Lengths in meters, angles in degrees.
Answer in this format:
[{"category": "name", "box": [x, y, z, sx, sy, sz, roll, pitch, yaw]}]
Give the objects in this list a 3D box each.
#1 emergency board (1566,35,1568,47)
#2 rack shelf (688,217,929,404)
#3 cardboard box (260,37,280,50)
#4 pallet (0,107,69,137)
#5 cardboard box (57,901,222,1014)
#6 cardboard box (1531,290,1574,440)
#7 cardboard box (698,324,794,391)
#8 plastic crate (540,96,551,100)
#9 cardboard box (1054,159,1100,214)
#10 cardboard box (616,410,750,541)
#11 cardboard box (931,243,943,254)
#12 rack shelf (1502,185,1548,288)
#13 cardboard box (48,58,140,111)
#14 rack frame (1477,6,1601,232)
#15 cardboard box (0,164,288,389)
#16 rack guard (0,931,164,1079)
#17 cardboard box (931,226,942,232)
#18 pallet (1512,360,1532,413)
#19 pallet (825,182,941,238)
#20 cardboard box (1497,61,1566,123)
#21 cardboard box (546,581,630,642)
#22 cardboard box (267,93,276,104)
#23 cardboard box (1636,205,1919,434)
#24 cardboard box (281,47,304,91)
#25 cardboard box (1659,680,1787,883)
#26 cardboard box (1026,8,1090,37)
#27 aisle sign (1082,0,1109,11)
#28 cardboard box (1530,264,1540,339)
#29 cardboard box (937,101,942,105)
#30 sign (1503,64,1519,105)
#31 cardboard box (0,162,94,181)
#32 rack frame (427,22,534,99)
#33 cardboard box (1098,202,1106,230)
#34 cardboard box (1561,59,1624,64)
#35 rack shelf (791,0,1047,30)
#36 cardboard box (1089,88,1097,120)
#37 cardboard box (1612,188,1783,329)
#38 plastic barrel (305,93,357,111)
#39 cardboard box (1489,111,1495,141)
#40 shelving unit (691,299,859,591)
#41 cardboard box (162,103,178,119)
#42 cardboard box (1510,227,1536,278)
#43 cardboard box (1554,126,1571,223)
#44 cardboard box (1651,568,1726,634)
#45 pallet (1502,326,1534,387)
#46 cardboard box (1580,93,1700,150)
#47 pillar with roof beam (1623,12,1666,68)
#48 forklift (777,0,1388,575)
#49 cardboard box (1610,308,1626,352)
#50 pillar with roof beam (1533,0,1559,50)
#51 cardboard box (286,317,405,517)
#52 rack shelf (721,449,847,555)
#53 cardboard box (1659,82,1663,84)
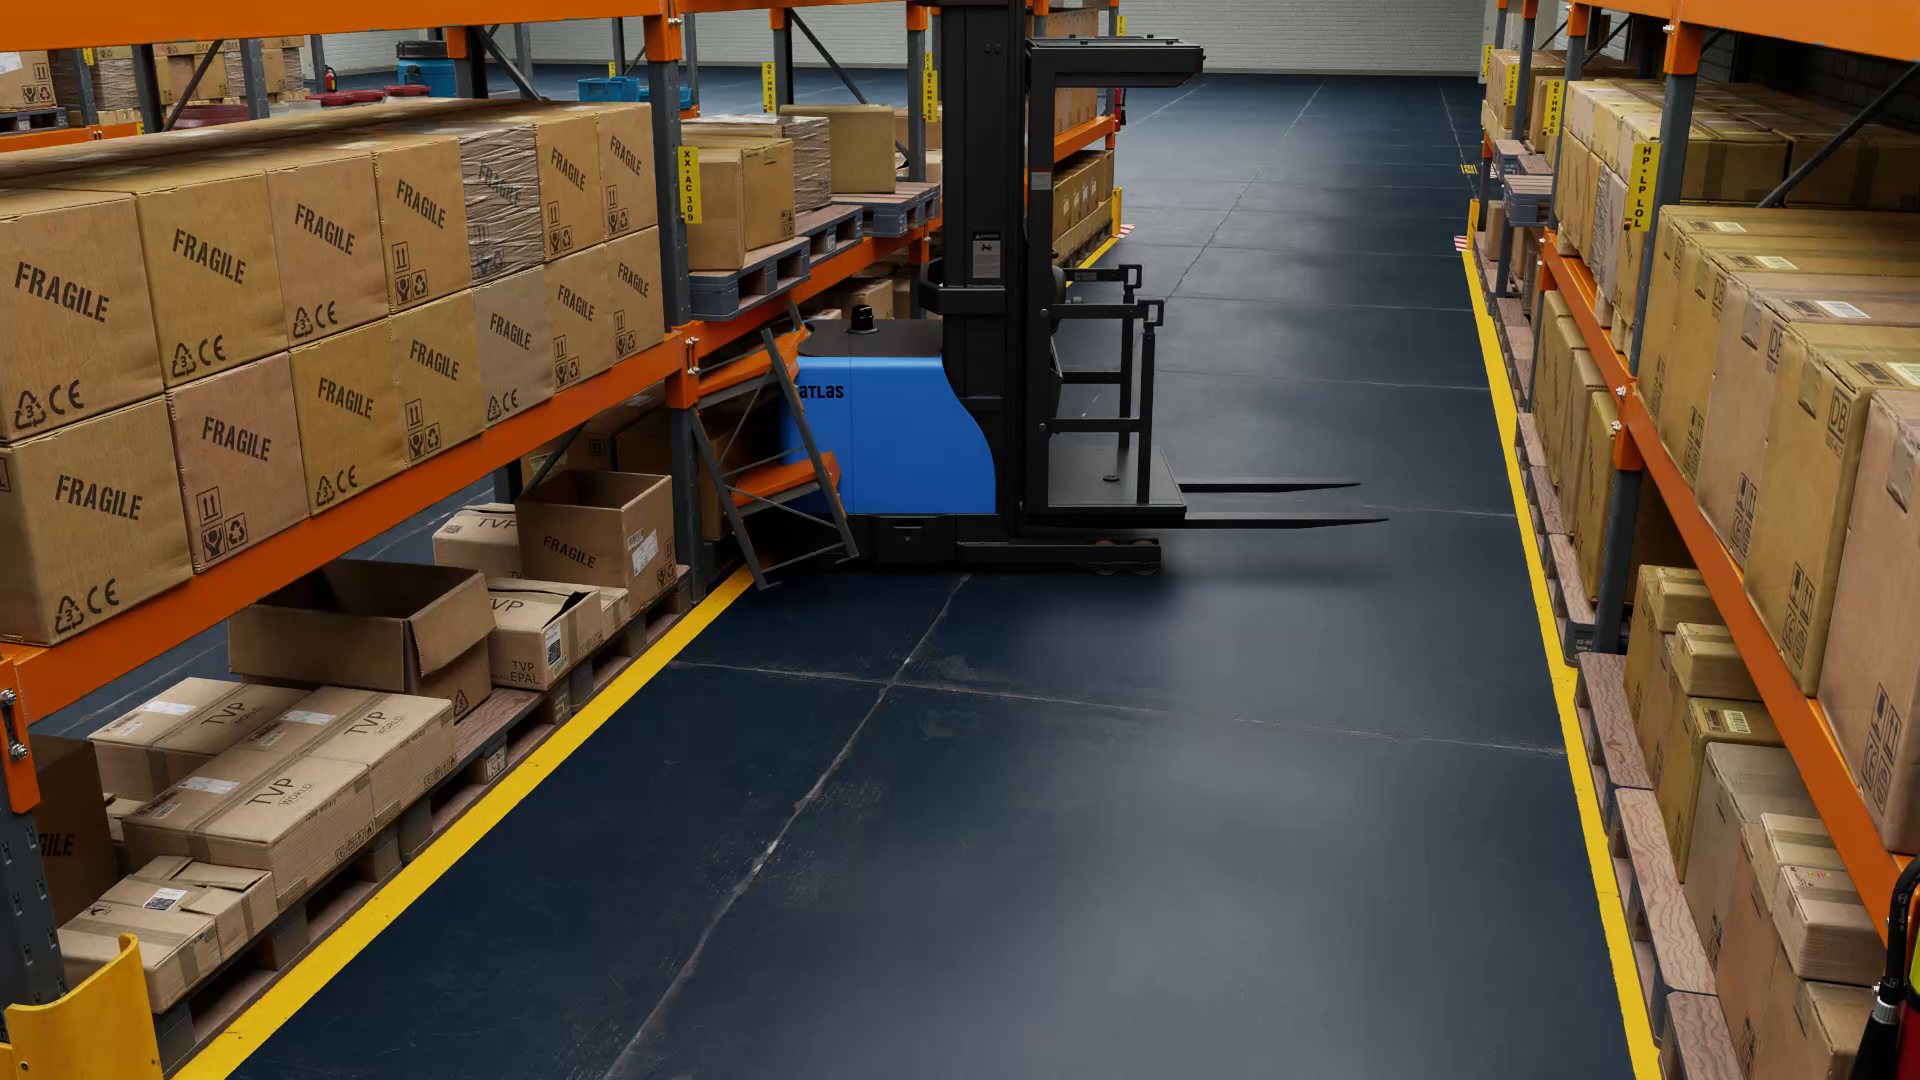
[{"category": "emergency board", "box": [8.808, -6.903, 24.257, 0.194, 1.169, 0.643, 5, 19, 13]}, {"category": "rack shelf", "box": [-1.214, -1.454, 9.416, 1.077, 0.370, 4.000, 5, 19, 13]}, {"category": "cardboard box", "box": [-8.387, -6.024, 19.523, 0.500, 0.500, 0.500, 5, 19, 13]}, {"category": "pallet", "box": [-9.681, -4.140, 16.463, 1.003, 0.211, 1.213, 5, 19, 13]}, {"category": "cardboard box", "box": [-2.245, 1.123, 4.489, 0.380, 0.149, 0.250, 5, 19, 13]}, {"category": "cardboard box", "box": [3.772, -0.992, 9.629, 0.750, 0.750, 0.750, 4, 19, 13]}, {"category": "cardboard box", "box": [-1.104, -0.993, 8.982, 0.500, 0.250, 0.500, 5, 19, 13]}, {"category": "plastic crate", "box": [-4.299, -4.192, 16.416, 0.767, 0.338, 0.504, 5, 19, 13]}, {"category": "cardboard box", "box": [1.156, -3.675, 17.250, 0.500, 0.500, 0.500, 5, 19, 13]}, {"category": "cardboard box", "box": [-1.348, -0.325, 8.185, 0.500, 0.500, 0.500, 4, 19, 11]}, {"category": "cardboard box", "box": [0.059, -2.211, 13.257, 0.500, 0.311, 0.500, 4, 19, 13]}, {"category": "rack shelf", "box": [4.568, -2.318, 11.945, 1.077, 0.370, 4.000, 5, 19, 13]}, {"category": "cardboard box", "box": [-9.184, -4.783, 17.434, 0.875, 0.500, 0.500, 5, 19, 13]}, {"category": "rack frame", "box": [6.034, -4.539, 17.335, 1.000, 3.000, 0.127, 5, 19, 13]}, {"category": "cardboard box", "box": [-2.196, -0.717, 4.444, 0.500, 0.500, 0.500, 5, 19, 14]}, {"category": "rack guard", "box": [-2.662, 1.245, 4.268, 1.175, 0.500, 0.348, 5, 19, 13]}, {"category": "cardboard box", "box": [-0.218, -2.572, 14.312, 0.500, 0.311, 0.500, 4, 19, 13]}, {"category": "pallet", "box": [4.271, -0.956, 11.161, 1.003, 0.211, 1.213, 5, 19, 13]}, {"category": "pallet", "box": [-0.823, -2.112, 10.528, 1.213, 0.211, 1.003, 5, 19, 13]}, {"category": "cardboard box", "box": [4.988, -3.908, 14.529, 0.500, 0.500, 0.500, 5, 19, 13]}, {"category": "cardboard box", "box": [-1.600, 0.297, 6.908, 0.380, 0.149, 0.250, 5, 19, 13]}, {"category": "cardboard box", "box": [-8.394, -5.250, 19.805, 0.380, 0.149, 0.250, 5, 19, 13]}, {"category": "cardboard box", "box": [2.953, -0.751, 5.781, 0.980, 0.700, 0.700, 5, 19, 14]}, {"category": "cardboard box", "box": [-8.537, -5.730, 20.208, 0.875, 0.500, 0.500, 5, 19, 13]}, {"category": "cardboard box", "box": [2.566, 0.751, 5.066, 0.700, 0.500, 0.500, 5, 20, 15]}, {"category": "cardboard box", "box": [0.966, -5.263, 17.293, 0.700, 0.500, 0.500, 4, 19, 12]}, {"category": "aisle sign", "box": [1.530, -6.156, 18.049, 0.394, 0.787, 0.004, 5, 19, 13]}, {"category": "cardboard box", "box": [4.651, -1.756, 12.373, 0.700, 0.500, 0.500, 5, 19, 14]}, {"category": "cardboard box", "box": [-0.080, -3.318, 13.606, 0.500, 0.500, 0.500, 6, 20, 17]}, {"category": "sign", "box": [4.528, -3.735, 13.643, 0.100, 0.325, 0.005, 5, 19, 13]}, {"category": "cardboard box", "box": [-2.715, -0.754, 4.552, 0.500, 0.500, 0.500, 5, 20, 15]}, {"category": "rack frame", "box": [-4.551, -4.067, 15.955, 1.000, 3.000, 0.127, 5, 19, 13]}, {"category": "cardboard box", "box": [1.274, -3.477, 17.831, 0.500, 0.250, 0.500, 5, 19, 13]}, {"category": "cardboard box", "box": [5.631, -4.027, 14.877, 0.500, 0.500, 0.500, 5, 20, 15]}, {"category": "rack shelf", "box": [-0.237, -4.127, 12.602, 1.077, 0.370, 4.000, 5, 19, 13]}, {"category": "cardboard box", "box": [1.103, -4.831, 18.035, 0.700, 0.500, 0.500, 5, 19, 13]}, {"category": "cardboard box", "box": [2.970, -1.140, 6.737, 0.500, 0.500, 0.500, 4, 19, 13]}, {"category": "plastic barrel", "box": [-5.282, -3.483, 14.035, 0.433, 0.535, 0.433, 0, 19, 0]}, {"category": "cardboard box", "box": [5.237, -3.868, 15.572, 0.500, 0.250, 0.500, 5, 19, 14]}, {"category": "shelving unit", "box": [-0.891, -0.492, 8.098, 0.538, 1.125, 1.048, -19, 14, 6]}, {"category": "cardboard box", "box": [-8.748, -4.695, 18.182, 0.380, 0.149, 0.250, 5, 19, 13]}, {"category": "cardboard box", "box": [5.271, -2.639, 14.959, 0.500, 0.500, 0.500, 3, 19, 9]}, {"category": "cardboard box", "box": [3.712, -2.097, 9.540, 0.500, 0.500, 0.500, 5, 20, 15]}, {"category": "cardboard box", "box": [2.559, 0.219, 5.620, 0.380, 0.149, 0.250, 5, 20, 15]}, {"category": "pallet", "box": [4.571, -1.338, 12.277, 1.003, 0.211, 1.213, 5, 19, 13]}, {"category": "cardboard box", "box": [3.469, -2.136, 8.495, 0.500, 0.250, 0.500, 5, 19, 14]}, {"category": "pillar with roof beam", "box": [2.527, -7.430, 16.518, 9.100, 9.000, 0.400, 5, 19, 13]}, {"category": "forklift", "box": [0.626, -1.387, 8.214, 3.031, 2.935, 1.130, 0, 19, 0]}, {"category": "cardboard box", "box": [2.948, -0.877, 6.973, 0.380, 0.149, 0.250, 5, 19, 14]}, {"category": "pillar with roof beam", "box": [5.459, -11.191, 27.530, 9.100, 9.000, 0.400, 5, 19, 13]}, {"category": "cardboard box", "box": [-2.070, -0.399, 5.059, 0.500, 0.500, 0.500, 5, 19, 13]}, {"category": "rack shelf", "box": [-0.807, -0.270, 8.158, 0.538, 0.278, 1.000, -19, 14, 6]}, {"category": "cardboard box", "box": [4.134, -2.704, 10.125, 0.380, 0.149, 0.250, 2, 19, 6]}]
